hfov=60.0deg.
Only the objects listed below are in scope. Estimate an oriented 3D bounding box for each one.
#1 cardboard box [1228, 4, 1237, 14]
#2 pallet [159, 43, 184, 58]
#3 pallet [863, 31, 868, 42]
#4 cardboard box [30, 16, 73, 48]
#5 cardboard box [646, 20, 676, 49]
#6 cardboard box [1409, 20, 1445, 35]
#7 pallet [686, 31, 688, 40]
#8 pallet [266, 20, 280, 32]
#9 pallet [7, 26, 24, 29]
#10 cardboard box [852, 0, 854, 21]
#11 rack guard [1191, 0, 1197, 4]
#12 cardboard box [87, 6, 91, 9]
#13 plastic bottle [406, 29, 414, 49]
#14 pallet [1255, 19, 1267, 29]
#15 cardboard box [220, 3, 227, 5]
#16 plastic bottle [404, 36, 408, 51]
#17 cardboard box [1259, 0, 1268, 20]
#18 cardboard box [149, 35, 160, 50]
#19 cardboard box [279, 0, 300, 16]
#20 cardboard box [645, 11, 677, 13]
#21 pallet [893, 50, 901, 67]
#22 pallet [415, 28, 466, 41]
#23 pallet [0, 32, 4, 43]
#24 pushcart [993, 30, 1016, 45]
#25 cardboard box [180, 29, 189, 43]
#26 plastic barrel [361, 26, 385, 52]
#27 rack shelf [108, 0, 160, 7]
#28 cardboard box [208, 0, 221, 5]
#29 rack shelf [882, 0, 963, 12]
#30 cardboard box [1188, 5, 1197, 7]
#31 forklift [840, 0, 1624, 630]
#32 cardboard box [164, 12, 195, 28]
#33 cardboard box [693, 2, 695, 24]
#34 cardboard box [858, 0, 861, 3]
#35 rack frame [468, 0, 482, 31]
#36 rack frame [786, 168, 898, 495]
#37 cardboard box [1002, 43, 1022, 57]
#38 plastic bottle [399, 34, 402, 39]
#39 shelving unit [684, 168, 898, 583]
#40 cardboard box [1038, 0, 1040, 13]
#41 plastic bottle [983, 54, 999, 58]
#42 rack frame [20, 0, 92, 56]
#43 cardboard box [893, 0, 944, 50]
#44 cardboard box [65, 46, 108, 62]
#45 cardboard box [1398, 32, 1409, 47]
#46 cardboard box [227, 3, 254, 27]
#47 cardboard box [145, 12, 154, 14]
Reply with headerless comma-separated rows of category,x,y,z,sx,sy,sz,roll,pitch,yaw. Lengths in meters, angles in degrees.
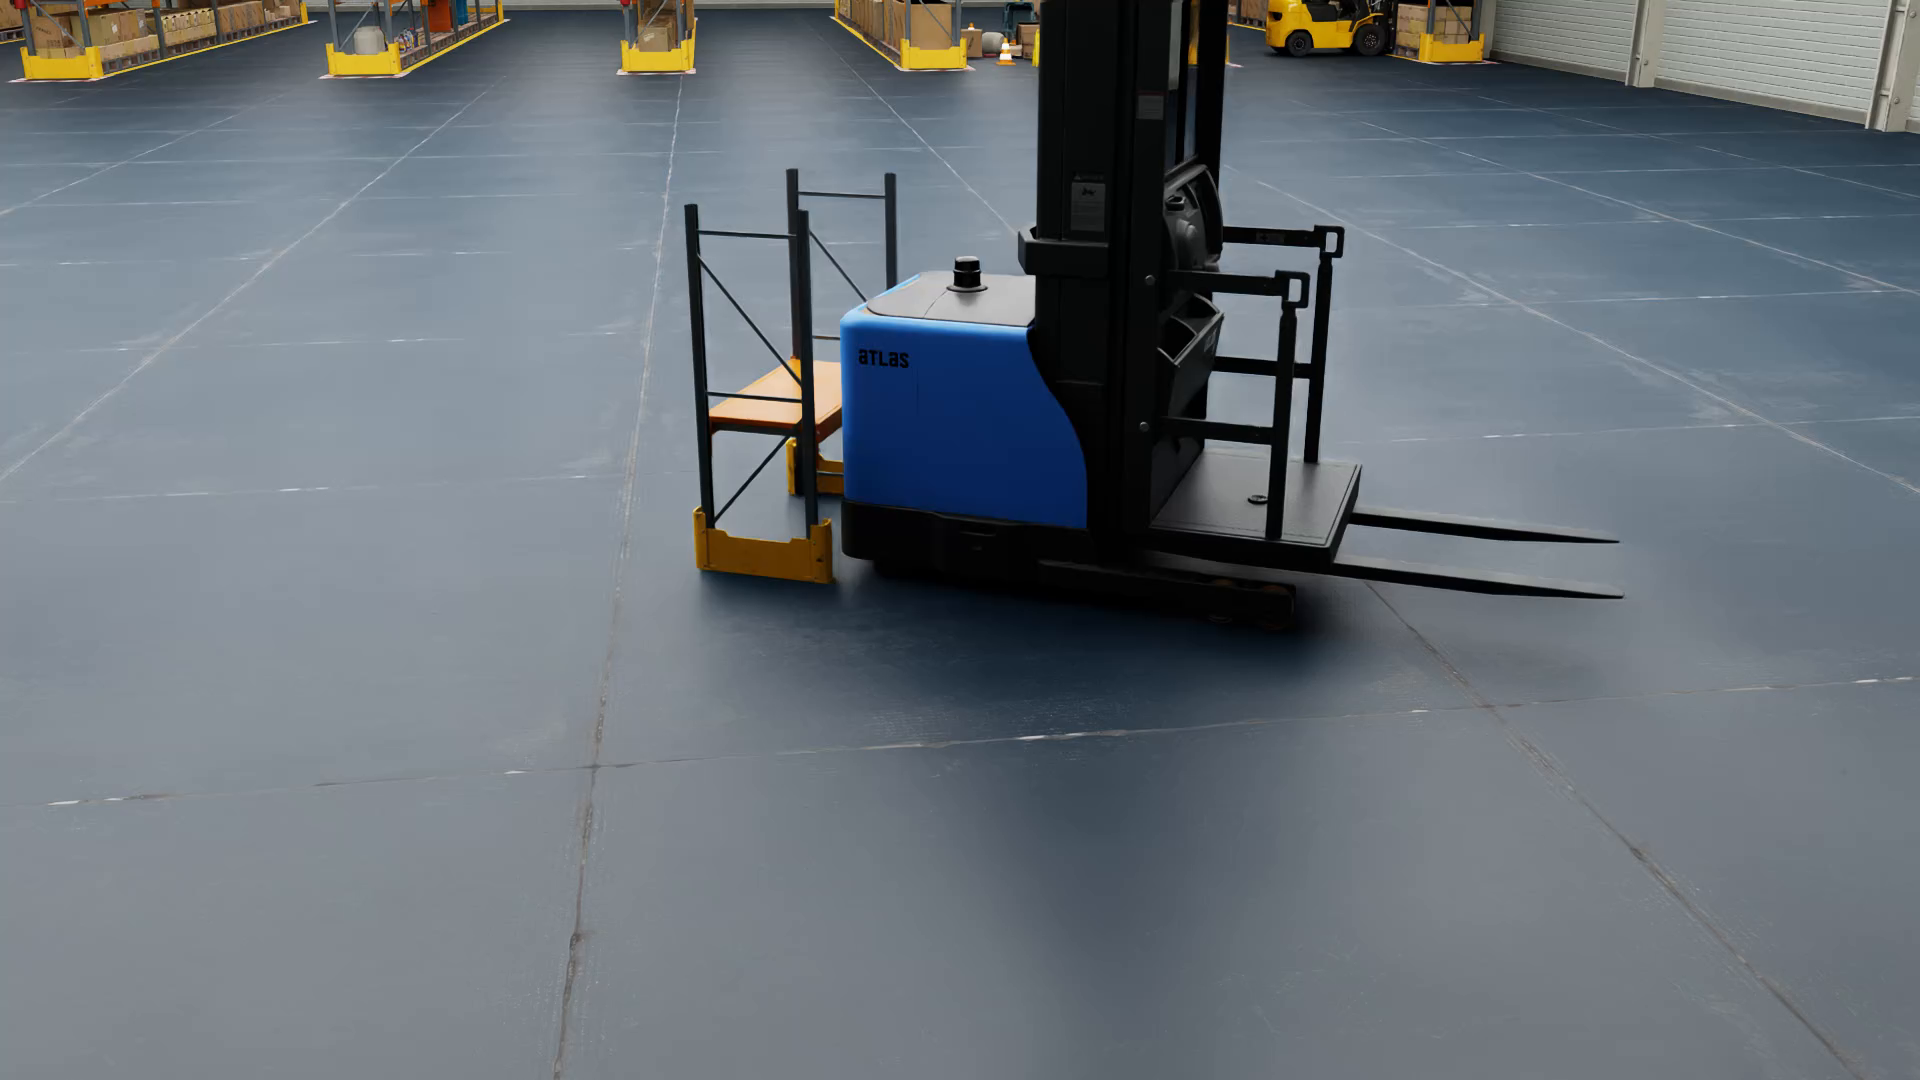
cardboard box,7.161,-13.891,43.429,0.396,0.266,0.258,-2,21,-6
pallet,-15.930,-9.601,32.620,1.003,0.211,1.213,-3,21,-8
pallet,-1.596,-11.169,36.819,1.003,0.211,1.213,-3,21,-8
cardboard box,-15.580,-8.700,28.479,0.500,0.500,0.500,-3,21,-8
cardboard box,-5.706,-9.629,31.681,0.500,0.500,0.500,-5,21,-13
cardboard box,8.933,-9.814,31.821,0.500,0.250,0.500,-3,21,-8
pallet,-6.447,-10.960,36.260,1.003,0.211,1.213,-3,21,-8
pallet,-17.036,-12.355,39.995,1.003,0.211,1.213,-3,21,-8
pallet,-21.654,-11.603,37.981,1.003,0.211,1.213,-3,21,-8
cardboard box,-2.368,-12.894,40.424,0.500,0.500,0.500,-2,21,-6
rack guard,7.018,-14.861,46.291,1.175,0.500,0.348,-3,21,-8
cardboard box,-22.216,-13.346,41.634,0.700,0.500,0.500,-3,21,-8
plastic bottle,-10.430,-9.481,31.471,0.144,0.351,0.185,-3,21,-8
pallet,7.917,-12.664,40.822,1.003,0.211,1.213,-3,21,-8
cardboard box,-16.957,-11.922,37.792,0.500,0.500,0.500,-3,21,-7
plastic bottle,-10.308,-9.208,30.852,0.097,0.271,0.097,0,20,0
cardboard box,7.653,-12.984,40.664,0.500,0.500,0.500,-4,21,-10
cardboard box,-15.502,-9.413,31.461,0.500,0.250,0.500,-3,21,-8
cardboard box,-17.192,-13.668,42.468,0.500,0.500,0.500,-3,21,-8
cardboard box,-6.180,-10.761,34.684,0.700,0.500,0.500,-5,21,-12
pallet,-0.675,-8.949,30.875,1.003,0.211,1.213,-3,21,-8
pallet,-11.614,-11.252,37.041,1.003,0.211,1.213,-3,21,-8
pallet,-21.302,-10.758,35.719,1.003,0.211,1.213,-3,21,-8
pushcart,1.576,-10.291,34.231,1.648,0.377,0.936,-11,23,-26
cardboard box,-15.748,-10.071,33.223,0.500,0.250,0.500,-4,21,-9
plastic barrel,-10.549,-8.946,29.838,0.421,0.512,0.421,0,20,0
rack shelf,-16.073,-11.009,33.434,1.077,0.370,4.000,-3,21,-8
cardboard box,-16.892,-12.111,37.226,0.500,0.250,0.500,-3,21,-9
rack shelf,-0.770,-10.338,31.636,1.077,0.370,4.000,-3,21,-8
cardboard box,4.475,-10.009,31.986,0.500,0.500,0.500,-4,21,-10
forklift,1.084,-1.241,6.351,3.031,2.935,1.130,7,22,18
cardboard box,-15.821,-10.513,33.605,0.500,0.311,0.500,-2,21,-6
cardboard box,-6.893,-12.594,39.084,1.225,0.875,0.875,-4,21,-10
cardboard box,-2.077,-12.527,38.370,0.500,0.250,0.500,-3,21,-7
rack frame,-12.036,-13.672,39.536,1.000,3.000,0.127,-3,21,-8
rack frame,-0.518,-0.902,7.488,0.500,1.500,0.032,6,21,16
cardboard box,1.012,-9.584,32.498,0.396,0.266,0.258,1,20,2
plastic bottle,-10.516,-9.387,31.316,0.061,0.283,0.133,-3,21,-8
shelving unit,-0.663,-0.735,7.040,0.587,1.500,1.083,6,21,16
cardboard box,2.558,-13.951,43.344,0.875,0.438,0.875,-4,21,-9
plastic bottle,0.609,-9.439,32.402,0.283,0.061,0.133,-11,23,-26
rack frame,-15.208,-9.269,27.746,1.000,3.000,0.127,-3,21,-8
cardboard box,-0.774,-9.720,31.390,0.875,0.875,0.875,-3,21,-9
cardboard box,-15.065,-8.375,28.681,0.500,0.250,0.500,-3,21,-8
cardboard box,8.870,-9.747,32.355,0.500,0.250,0.500,-3,21,-8
cardboard box,-16.448,-11.957,37.887,0.500,0.500,0.500,-3,21,-7
cardboard box,-16.347,-10.478,33.511,0.500,0.311,0.500,-3,21,-8
